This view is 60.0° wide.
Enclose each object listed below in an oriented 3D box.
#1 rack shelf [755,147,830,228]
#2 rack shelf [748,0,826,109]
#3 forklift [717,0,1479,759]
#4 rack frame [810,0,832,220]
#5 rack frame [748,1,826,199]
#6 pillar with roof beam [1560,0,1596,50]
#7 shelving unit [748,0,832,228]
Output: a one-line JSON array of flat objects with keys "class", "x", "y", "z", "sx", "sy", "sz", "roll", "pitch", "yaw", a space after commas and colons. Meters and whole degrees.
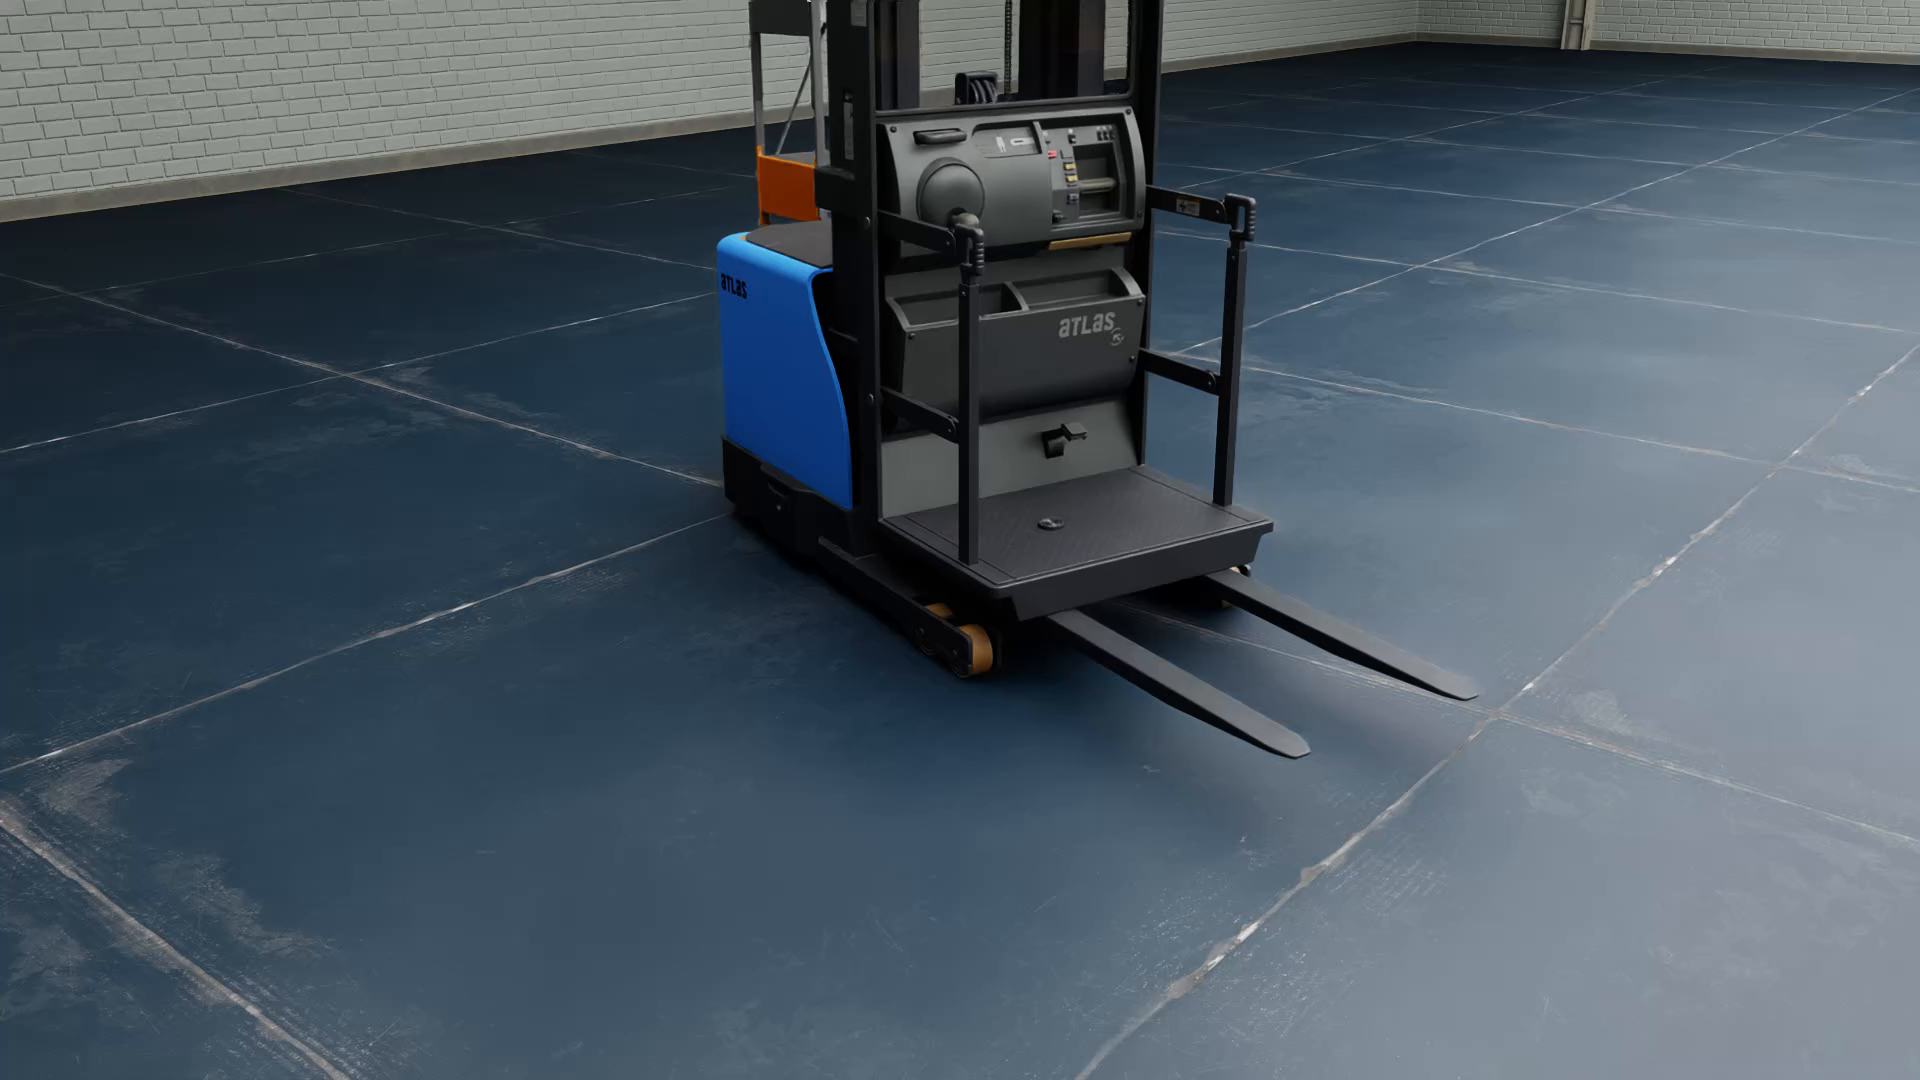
[{"class": "rack shelf", "x": -0.514, "y": -1.314, "z": 6.703, "sx": 0.431, "sy": 0.518, "sz": 0.480, "roll": -14, "pitch": 24, "yaw": -32}, {"class": "rack shelf", "x": -0.521, "y": -1.973, "z": 6.466, "sx": 0.431, "sy": 0.518, "sz": 0.480, "roll": -14, "pitch": 24, "yaw": -32}, {"class": "forklift", "x": 0.302, "y": -1.140, "z": 5.036, "sx": 1.130, "sy": 2.935, "sz": 3.031, "roll": -13, "pitch": 24, "yaw": -30}, {"class": "rack frame", "x": -0.377, "y": -1.260, "z": 6.509, "sx": 0.400, "sy": 2.100, "sz": 0.015, "roll": -14, "pitch": 24, "yaw": -32}, {"class": "rack frame", "x": -0.652, "y": -1.394, "z": 6.889, "sx": 0.400, "sy": 2.100, "sz": 0.015, "roll": -14, "pitch": 24, "yaw": -32}, {"class": "pillar with roof beam", "x": 7.781, "y": -11.417, "z": 23.691, "sx": 0.400, "sy": 9.000, "sz": 9.100, "roll": 16, "pitch": 26, "yaw": 36}, {"class": "shelving unit", "x": -0.514, "y": -1.327, "z": 6.699, "sx": 0.431, "sy": 2.100, "sz": 0.503, "roll": -14, "pitch": 24, "yaw": -32}]
